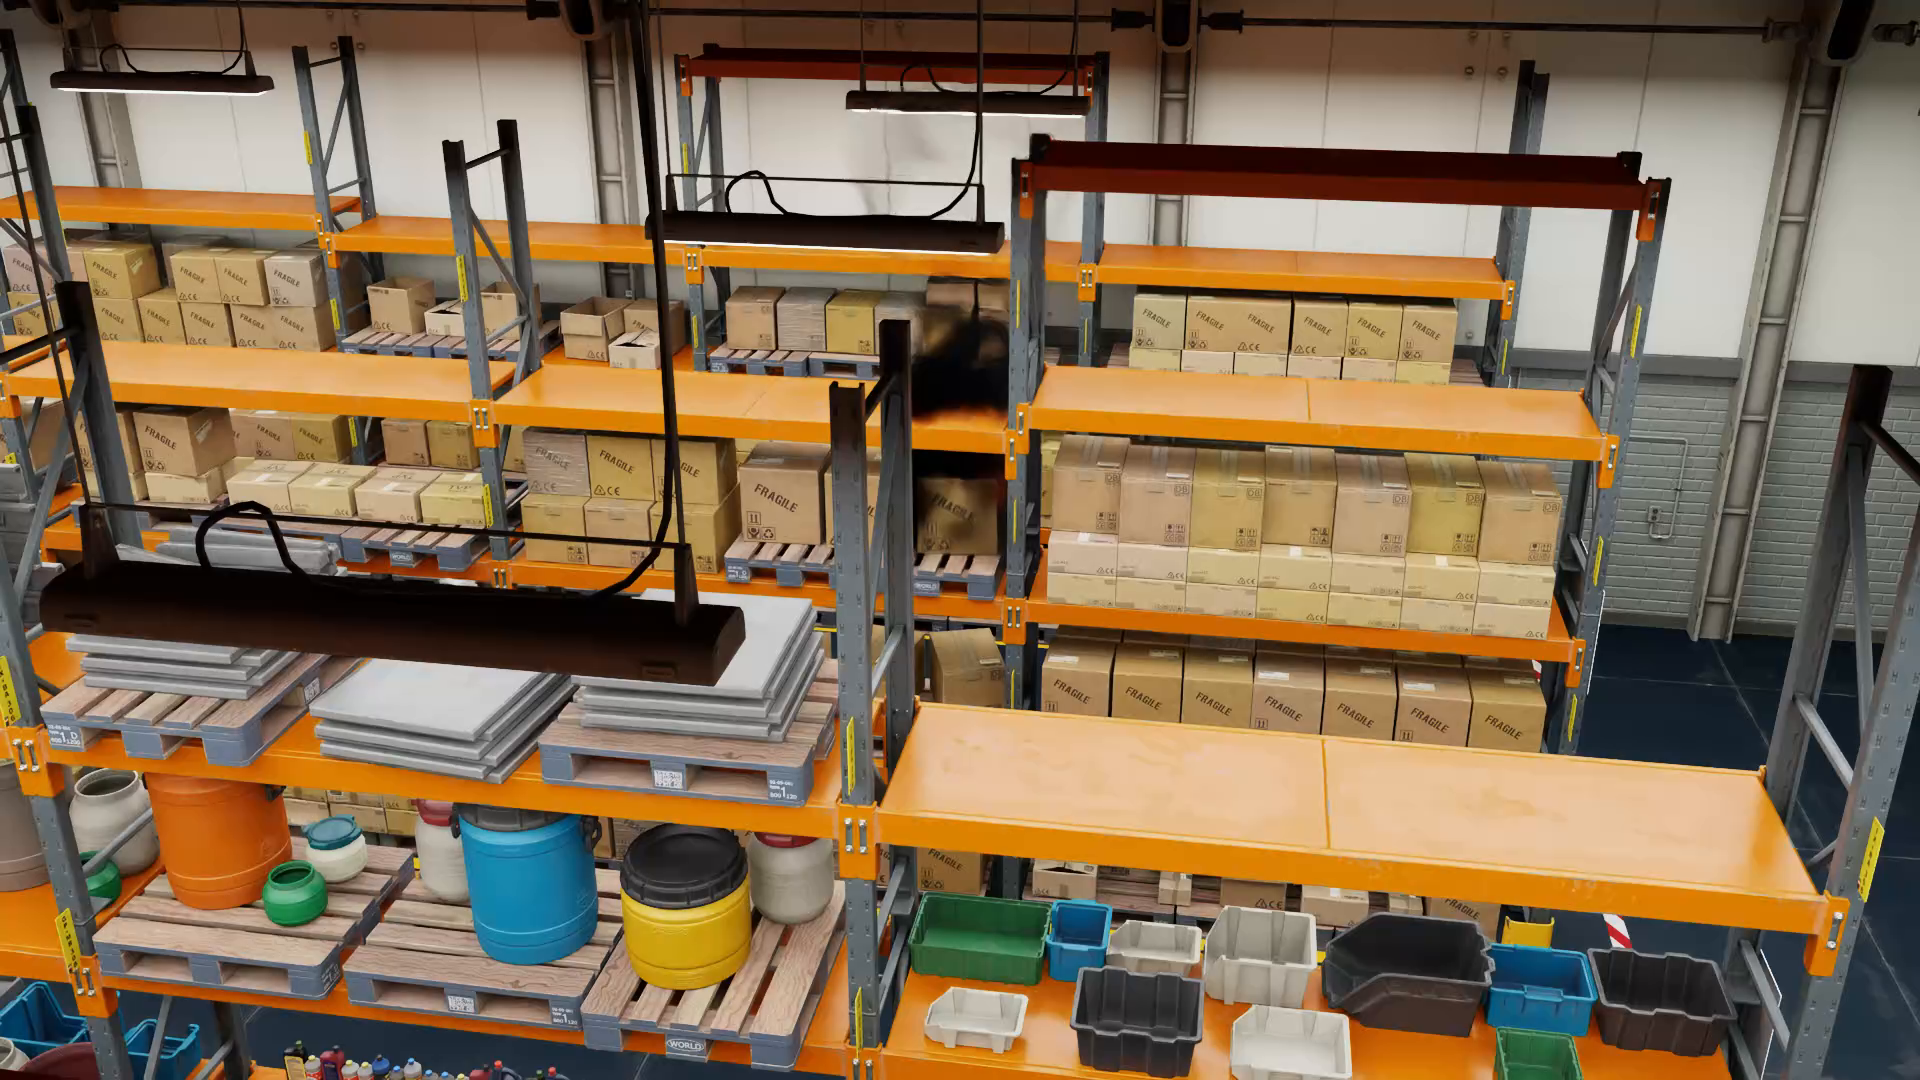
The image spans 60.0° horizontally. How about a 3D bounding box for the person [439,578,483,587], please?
[{"bbox_3d":[-4.874,0.743,16.465,0.698,1.717,0.741,0,23,-1],"label":"person"}]
